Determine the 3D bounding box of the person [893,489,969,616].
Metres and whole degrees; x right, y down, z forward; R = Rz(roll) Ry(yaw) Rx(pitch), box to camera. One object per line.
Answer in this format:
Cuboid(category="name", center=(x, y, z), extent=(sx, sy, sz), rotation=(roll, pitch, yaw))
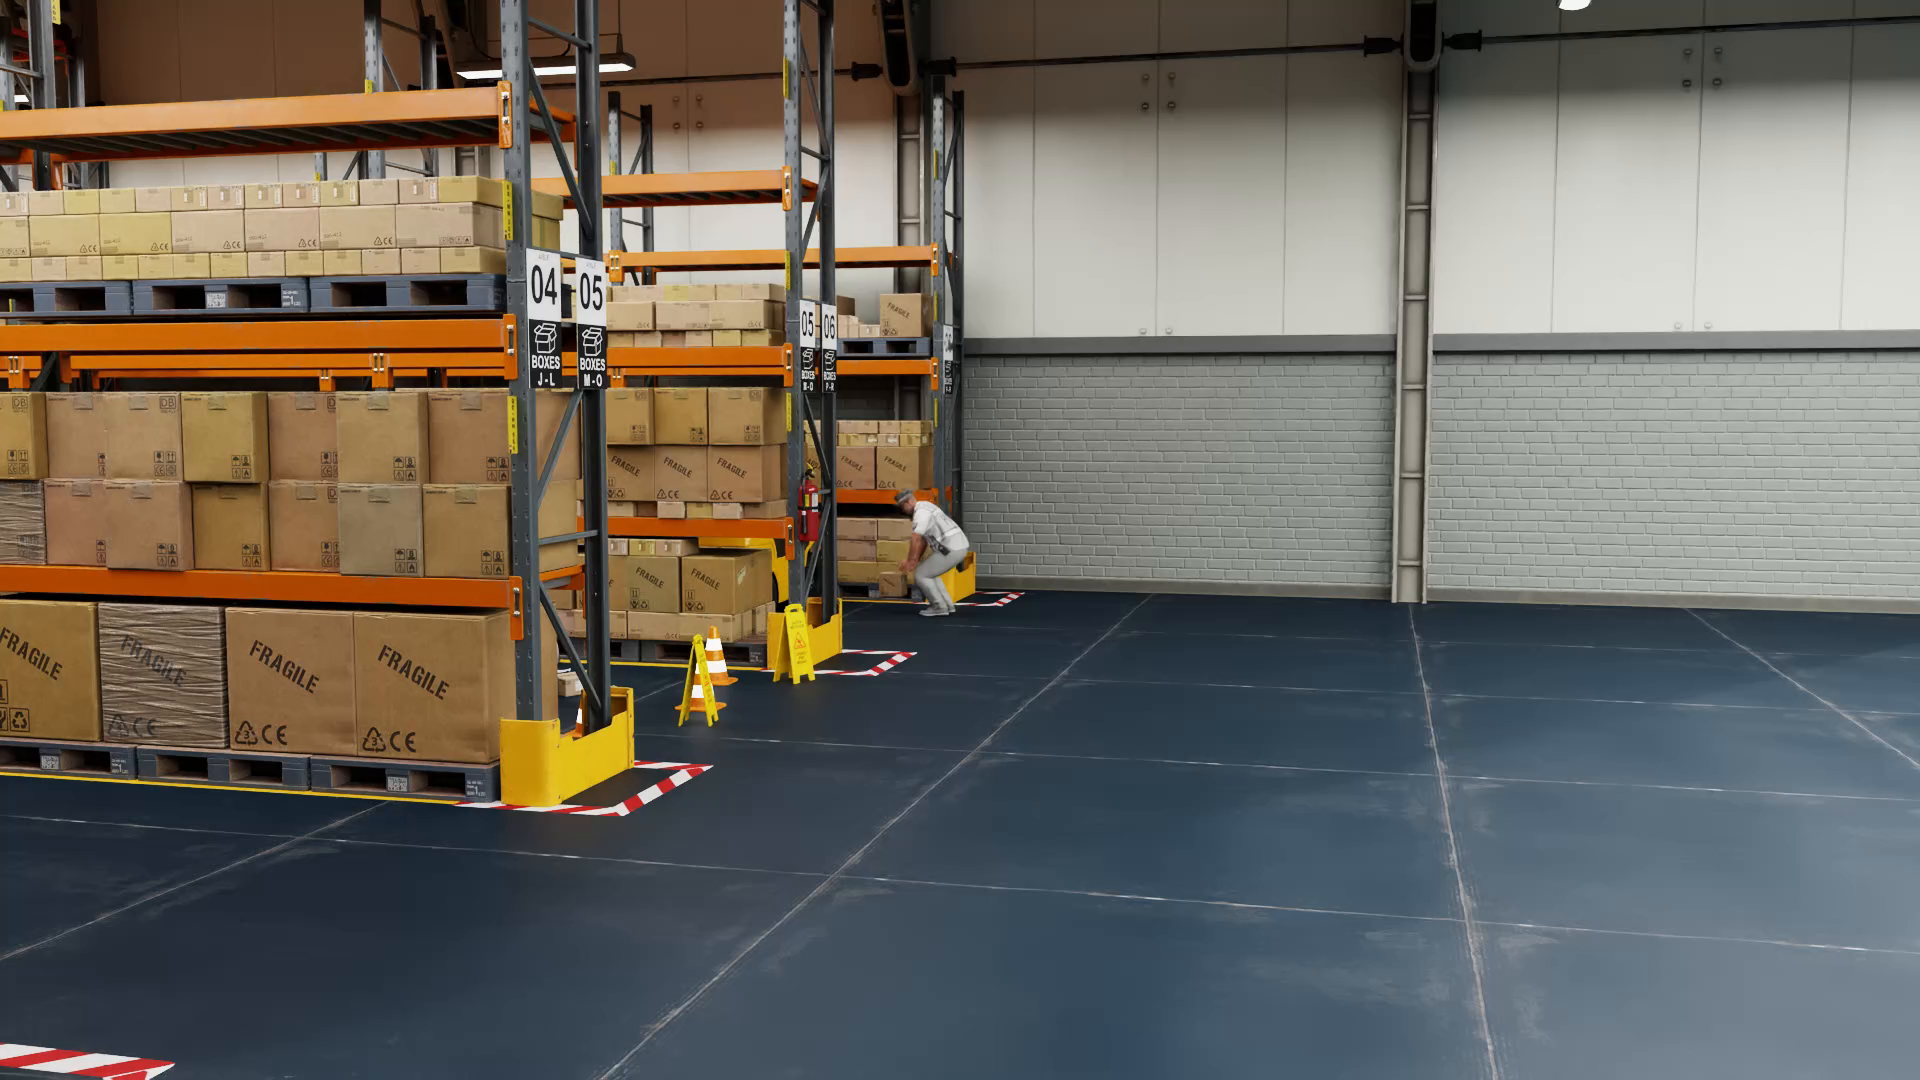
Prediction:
Cuboid(category="person", center=(-0.328, 0.136, 18.148), extent=(0.824, 1.377, 0.590), rotation=(1, 5, 14))
